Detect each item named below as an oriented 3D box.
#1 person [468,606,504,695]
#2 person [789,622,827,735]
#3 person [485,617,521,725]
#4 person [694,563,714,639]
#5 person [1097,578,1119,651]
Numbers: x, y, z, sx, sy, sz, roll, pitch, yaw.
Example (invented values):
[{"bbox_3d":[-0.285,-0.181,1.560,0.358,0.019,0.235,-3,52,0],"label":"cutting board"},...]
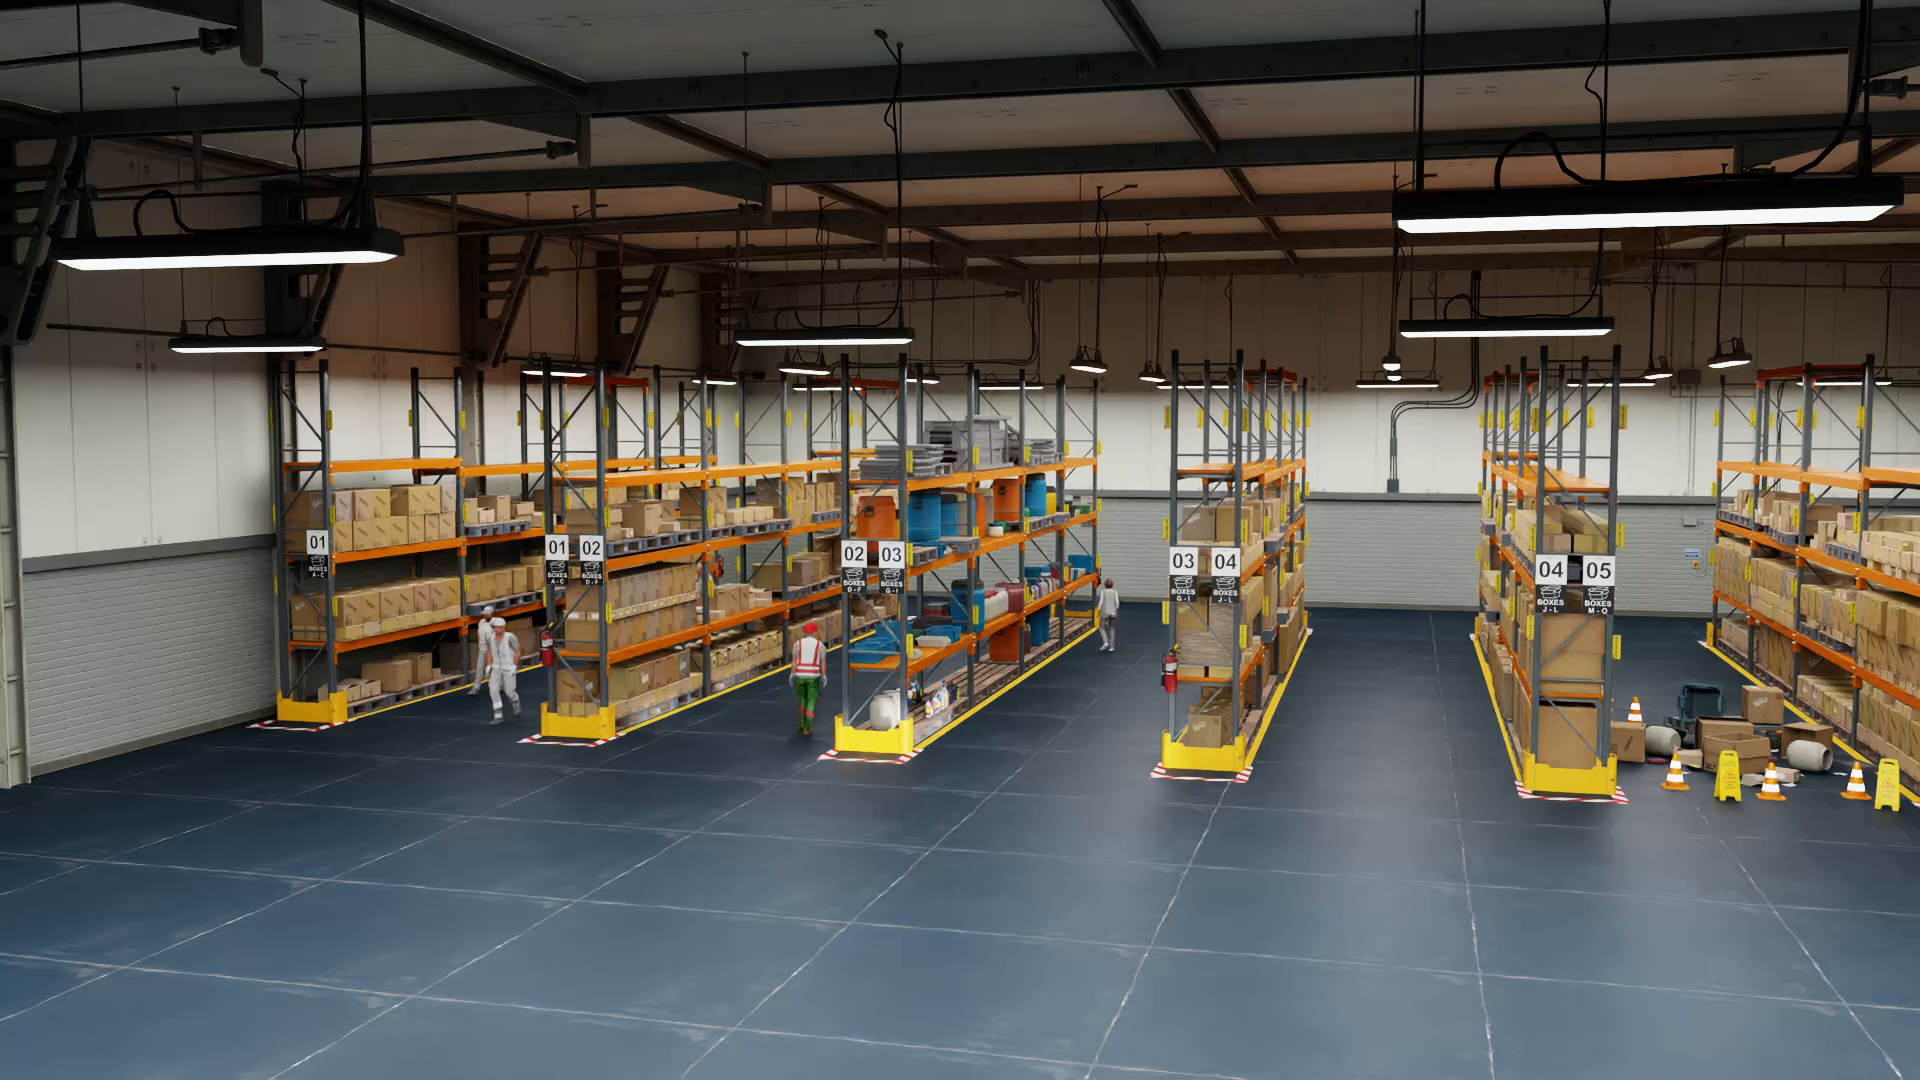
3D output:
[{"bbox_3d":[-8.584,2.001,30.246,0.507,1.606,0.997,0,4,1],"label":"person"},{"bbox_3d":[-2.423,2.211,26.551,0.585,1.808,0.542,0,4,6],"label":"person"},{"bbox_3d":[-7.569,2.112,27.588,0.620,1.698,0.658,1,4,9],"label":"person"},{"bbox_3d":[-5.924,1.381,38.238,0.606,1.728,1.080,1,4,11],"label":"person"},{"bbox_3d":[3.242,1.630,36.087,0.491,1.574,0.532,-1,4,-11],"label":"person"}]
